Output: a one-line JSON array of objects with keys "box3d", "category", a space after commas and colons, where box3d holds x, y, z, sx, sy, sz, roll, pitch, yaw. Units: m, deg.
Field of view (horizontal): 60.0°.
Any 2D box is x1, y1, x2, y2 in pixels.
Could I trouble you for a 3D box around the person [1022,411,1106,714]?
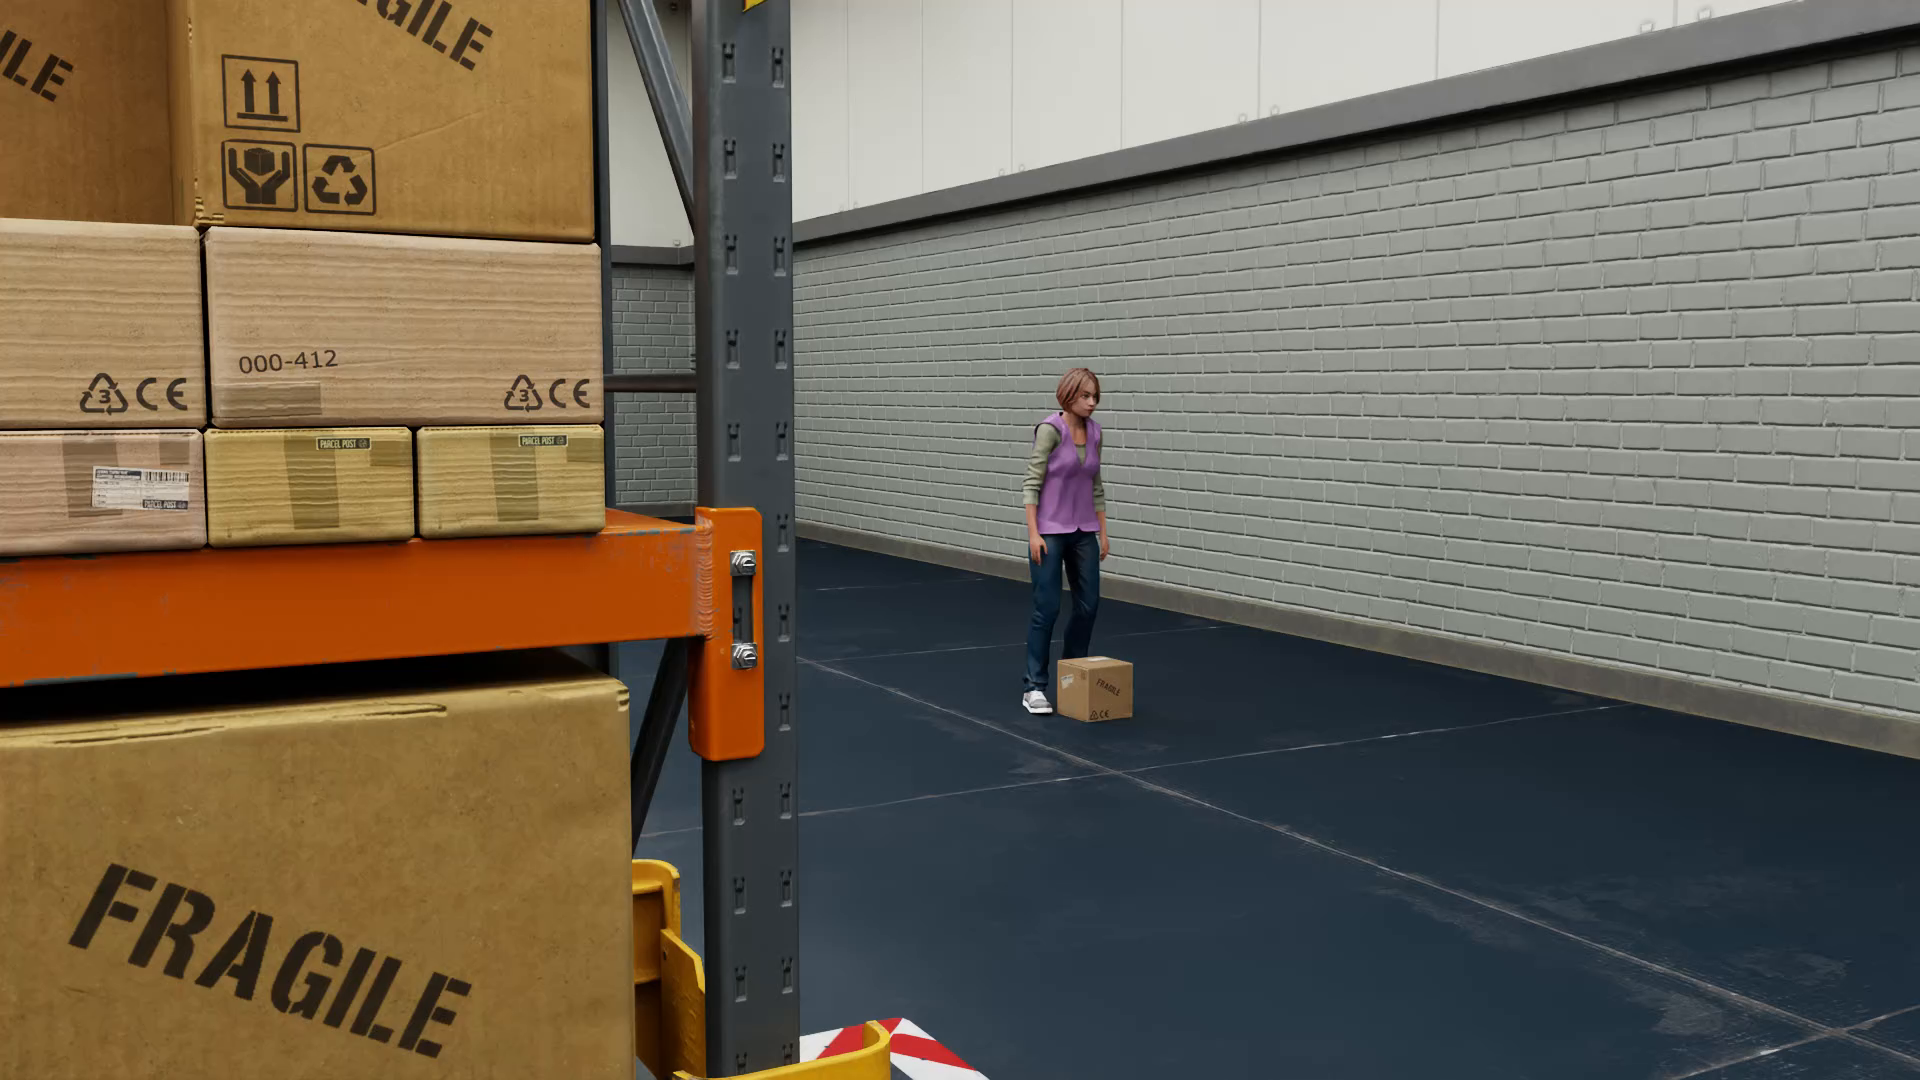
[{"box3d": [0.494, 0.095, 7.789, 0.483, 1.392, 0.346, -3, 6, -32], "category": "person"}]
